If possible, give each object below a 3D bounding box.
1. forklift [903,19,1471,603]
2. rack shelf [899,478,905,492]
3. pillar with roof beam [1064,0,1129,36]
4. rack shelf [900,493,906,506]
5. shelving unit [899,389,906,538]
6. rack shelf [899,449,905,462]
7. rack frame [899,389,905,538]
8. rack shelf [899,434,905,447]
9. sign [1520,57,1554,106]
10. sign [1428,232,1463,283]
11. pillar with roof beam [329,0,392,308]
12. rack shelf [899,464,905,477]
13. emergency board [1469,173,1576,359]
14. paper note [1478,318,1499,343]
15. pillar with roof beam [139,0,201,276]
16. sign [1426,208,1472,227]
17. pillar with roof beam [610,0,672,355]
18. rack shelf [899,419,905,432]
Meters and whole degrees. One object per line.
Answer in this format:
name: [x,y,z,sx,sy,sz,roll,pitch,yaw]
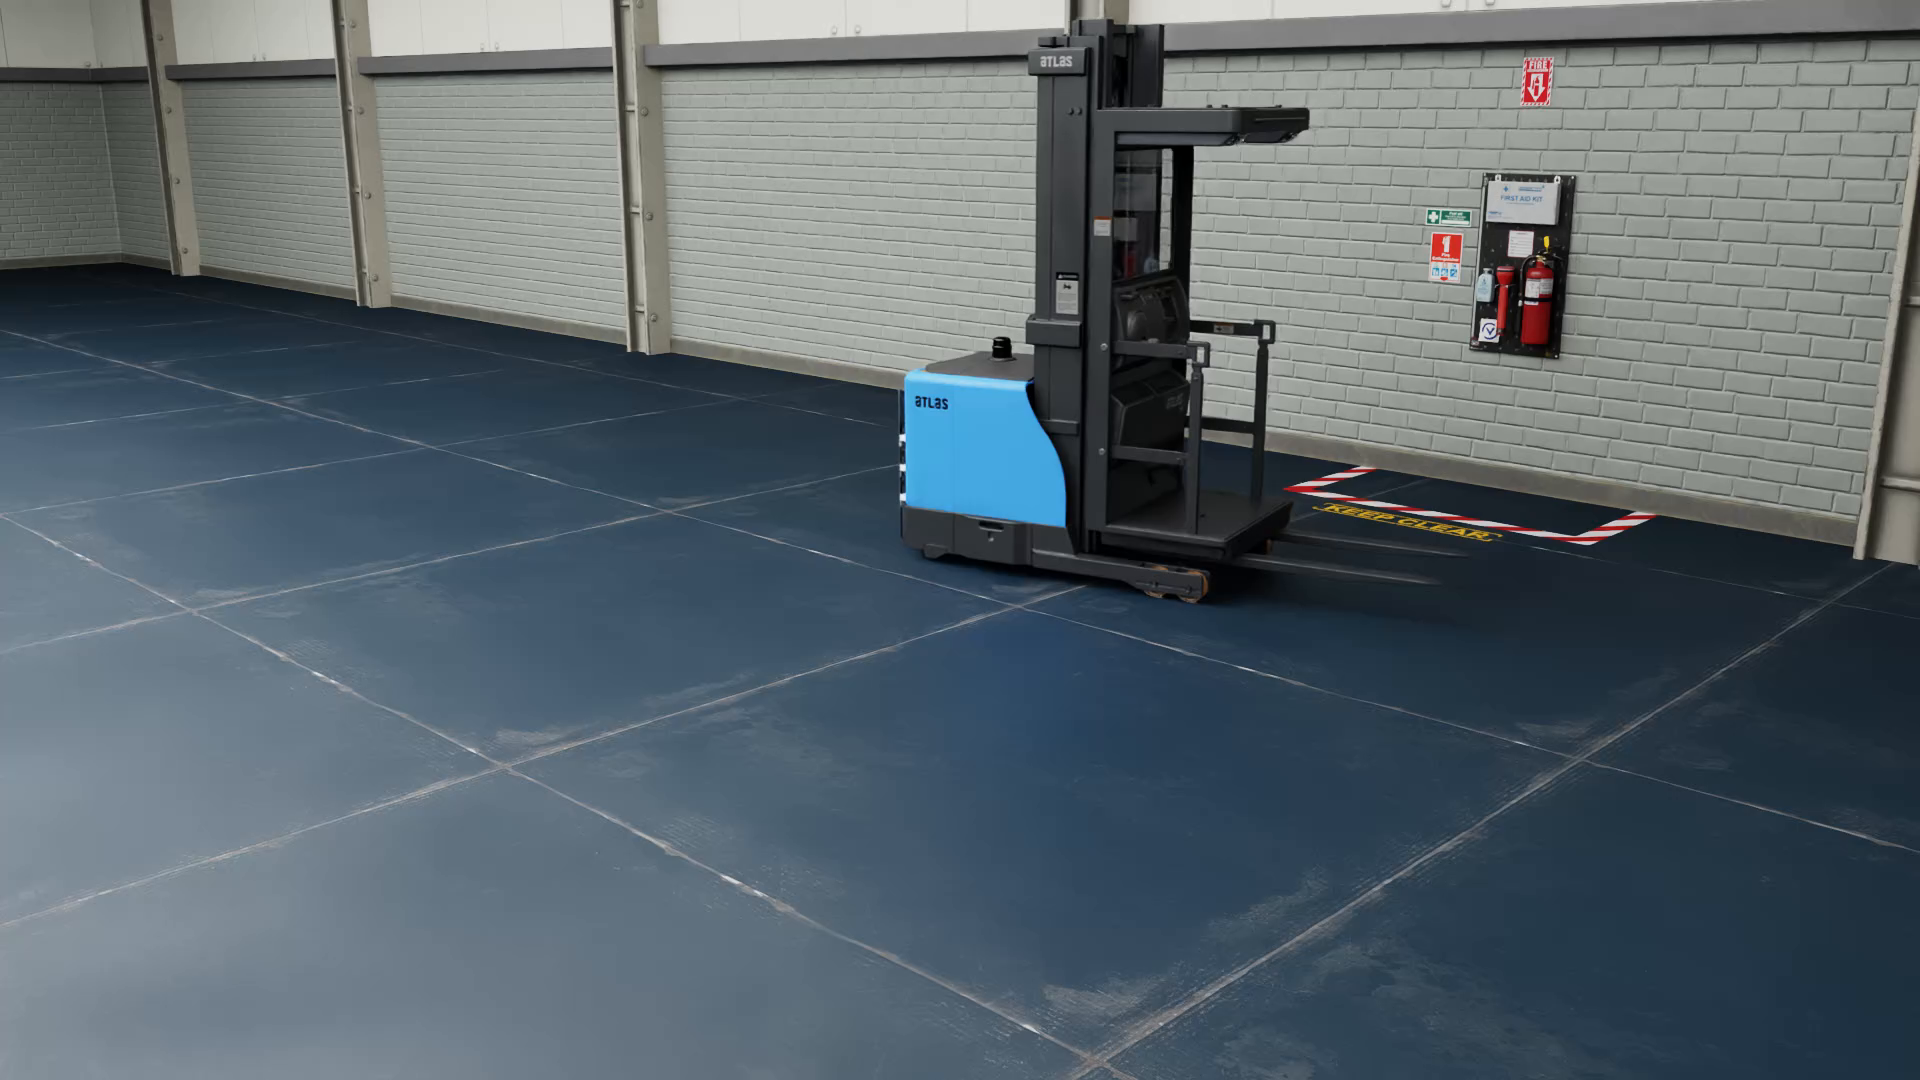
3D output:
forklift: [1.212,-1.243,8.890,3.031,2.935,1.130,8,17,28]
rack shelf: [-0.210,-0.339,9.939,0.200,0.077,0.258,8,17,28]
pillar with roof beam: [-1.942,-4.512,9.403,0.400,9.000,9.100,14,20,42]
rack shelf: [-0.210,-0.252,9.962,0.200,0.077,0.258,8,17,28]
shelving unit: [-0.210,-0.459,9.908,0.210,0.900,0.258,8,17,28]
rack shelf: [-0.210,-0.514,9.894,0.200,0.077,0.258,8,17,28]
rack frame: [-0.299,-0.471,9.957,0.006,0.900,0.240,8,17,28]
rack shelf: [-0.210,-0.601,9.871,0.200,0.077,0.258,8,17,28]
sign: [3.676,-2.921,10.597,0.199,0.298,0.001,14,20,42]
sign: [3.287,-1.913,11.253,0.234,0.329,0.001,14,20,42]
pillar with roof beam: [-10.580,-6.612,17.463,0.400,9.000,9.100,14,20,42]
rack shelf: [-0.210,-0.427,9.917,0.200,0.077,0.258,8,17,28]
emergency board: [3.613,-1.780,10.815,0.643,1.169,0.194,14,20,42]
paper note: [3.533,-1.397,11.093,0.142,0.148,0.016,14,20,42]
pillar with roof beam: [-14.900,-7.663,21.493,0.400,9.000,9.100,14,20,42]
sign: [3.284,-2.167,11.177,0.331,0.109,0.001,14,20,42]
pillar with roof beam: [-6.261,-5.562,13.433,0.400,9.000,9.100,14,20,42]
rack shelf: [-0.210,-0.688,9.849,0.200,0.077,0.258,8,17,28]
